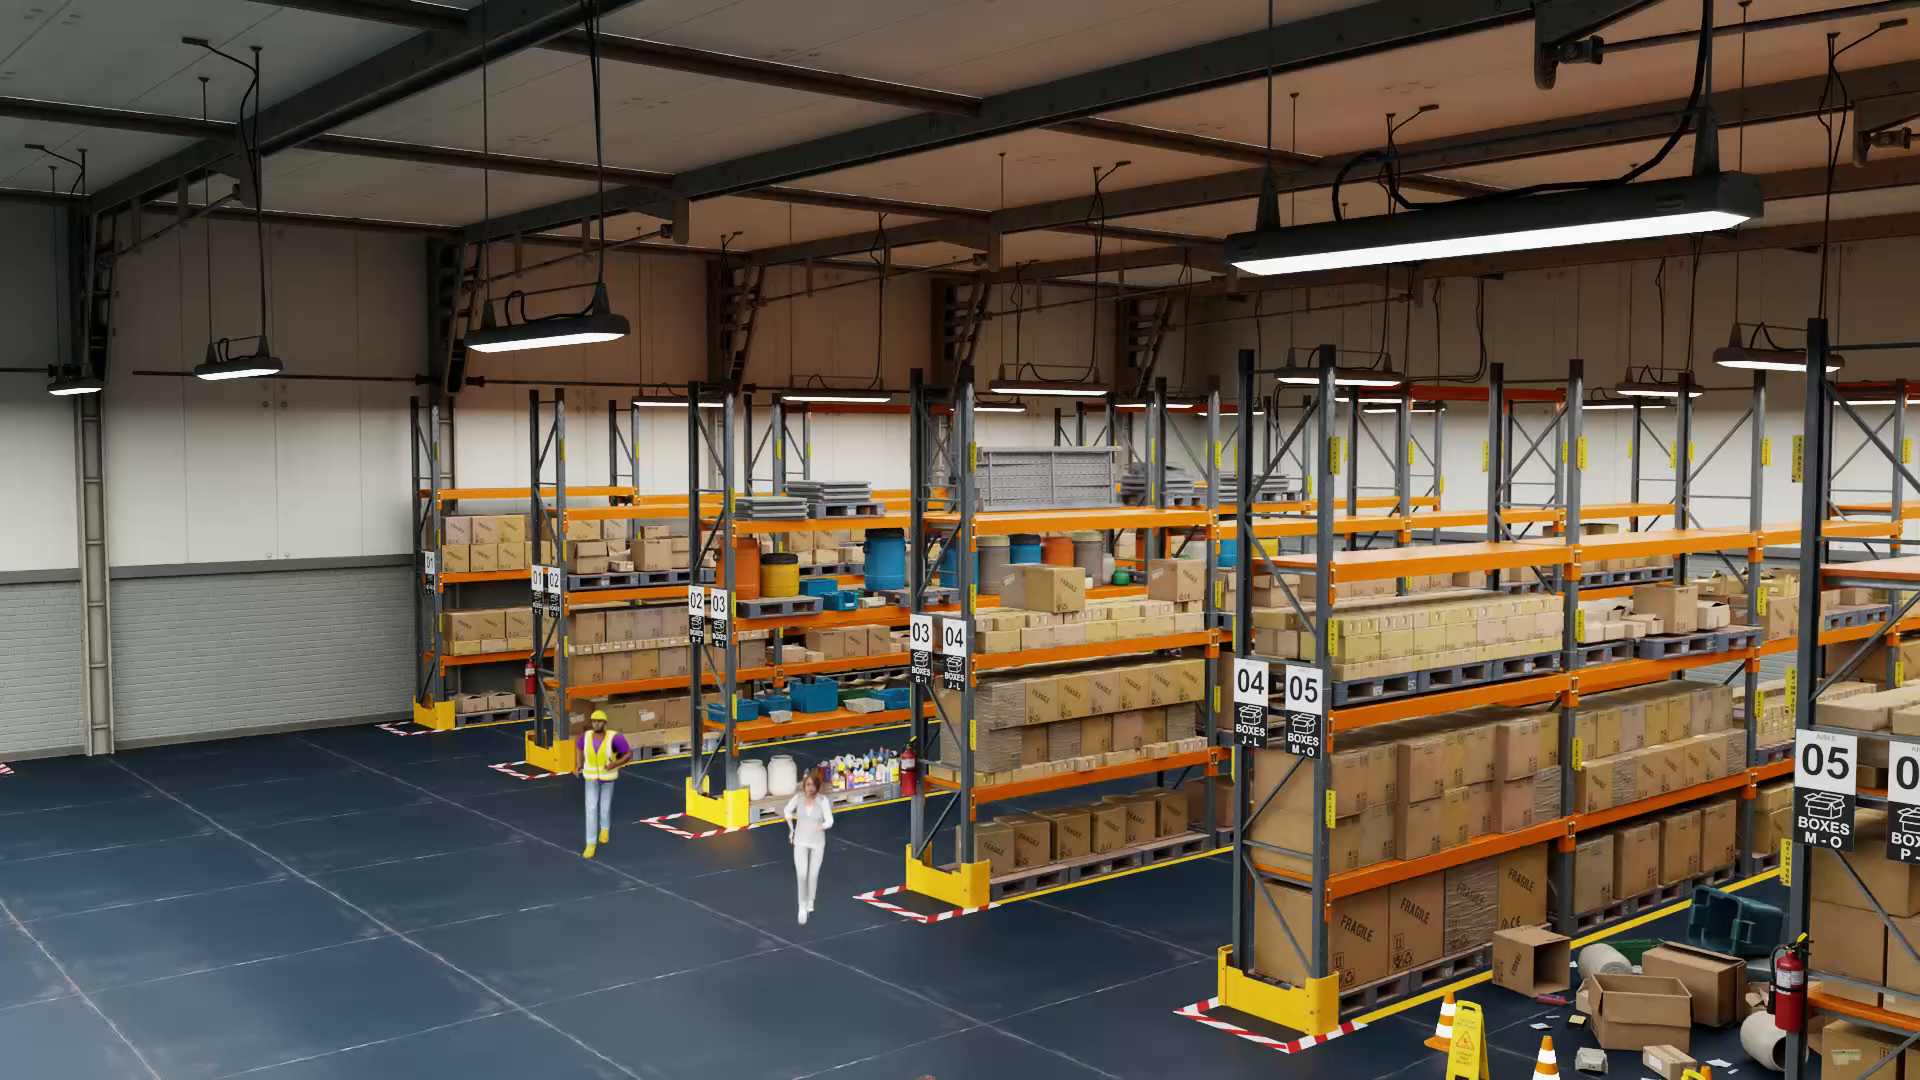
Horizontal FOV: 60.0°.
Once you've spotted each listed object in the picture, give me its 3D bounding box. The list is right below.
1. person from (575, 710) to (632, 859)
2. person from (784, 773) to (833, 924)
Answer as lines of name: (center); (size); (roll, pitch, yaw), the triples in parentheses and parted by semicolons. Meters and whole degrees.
person: (-4.504, 3.033, 21.000); (0.715, 1.809, 0.862); (0, 3, -2)
person: (-1.633, 3.314, 17.956); (0.524, 1.623, 0.649); (0, 3, -7)
